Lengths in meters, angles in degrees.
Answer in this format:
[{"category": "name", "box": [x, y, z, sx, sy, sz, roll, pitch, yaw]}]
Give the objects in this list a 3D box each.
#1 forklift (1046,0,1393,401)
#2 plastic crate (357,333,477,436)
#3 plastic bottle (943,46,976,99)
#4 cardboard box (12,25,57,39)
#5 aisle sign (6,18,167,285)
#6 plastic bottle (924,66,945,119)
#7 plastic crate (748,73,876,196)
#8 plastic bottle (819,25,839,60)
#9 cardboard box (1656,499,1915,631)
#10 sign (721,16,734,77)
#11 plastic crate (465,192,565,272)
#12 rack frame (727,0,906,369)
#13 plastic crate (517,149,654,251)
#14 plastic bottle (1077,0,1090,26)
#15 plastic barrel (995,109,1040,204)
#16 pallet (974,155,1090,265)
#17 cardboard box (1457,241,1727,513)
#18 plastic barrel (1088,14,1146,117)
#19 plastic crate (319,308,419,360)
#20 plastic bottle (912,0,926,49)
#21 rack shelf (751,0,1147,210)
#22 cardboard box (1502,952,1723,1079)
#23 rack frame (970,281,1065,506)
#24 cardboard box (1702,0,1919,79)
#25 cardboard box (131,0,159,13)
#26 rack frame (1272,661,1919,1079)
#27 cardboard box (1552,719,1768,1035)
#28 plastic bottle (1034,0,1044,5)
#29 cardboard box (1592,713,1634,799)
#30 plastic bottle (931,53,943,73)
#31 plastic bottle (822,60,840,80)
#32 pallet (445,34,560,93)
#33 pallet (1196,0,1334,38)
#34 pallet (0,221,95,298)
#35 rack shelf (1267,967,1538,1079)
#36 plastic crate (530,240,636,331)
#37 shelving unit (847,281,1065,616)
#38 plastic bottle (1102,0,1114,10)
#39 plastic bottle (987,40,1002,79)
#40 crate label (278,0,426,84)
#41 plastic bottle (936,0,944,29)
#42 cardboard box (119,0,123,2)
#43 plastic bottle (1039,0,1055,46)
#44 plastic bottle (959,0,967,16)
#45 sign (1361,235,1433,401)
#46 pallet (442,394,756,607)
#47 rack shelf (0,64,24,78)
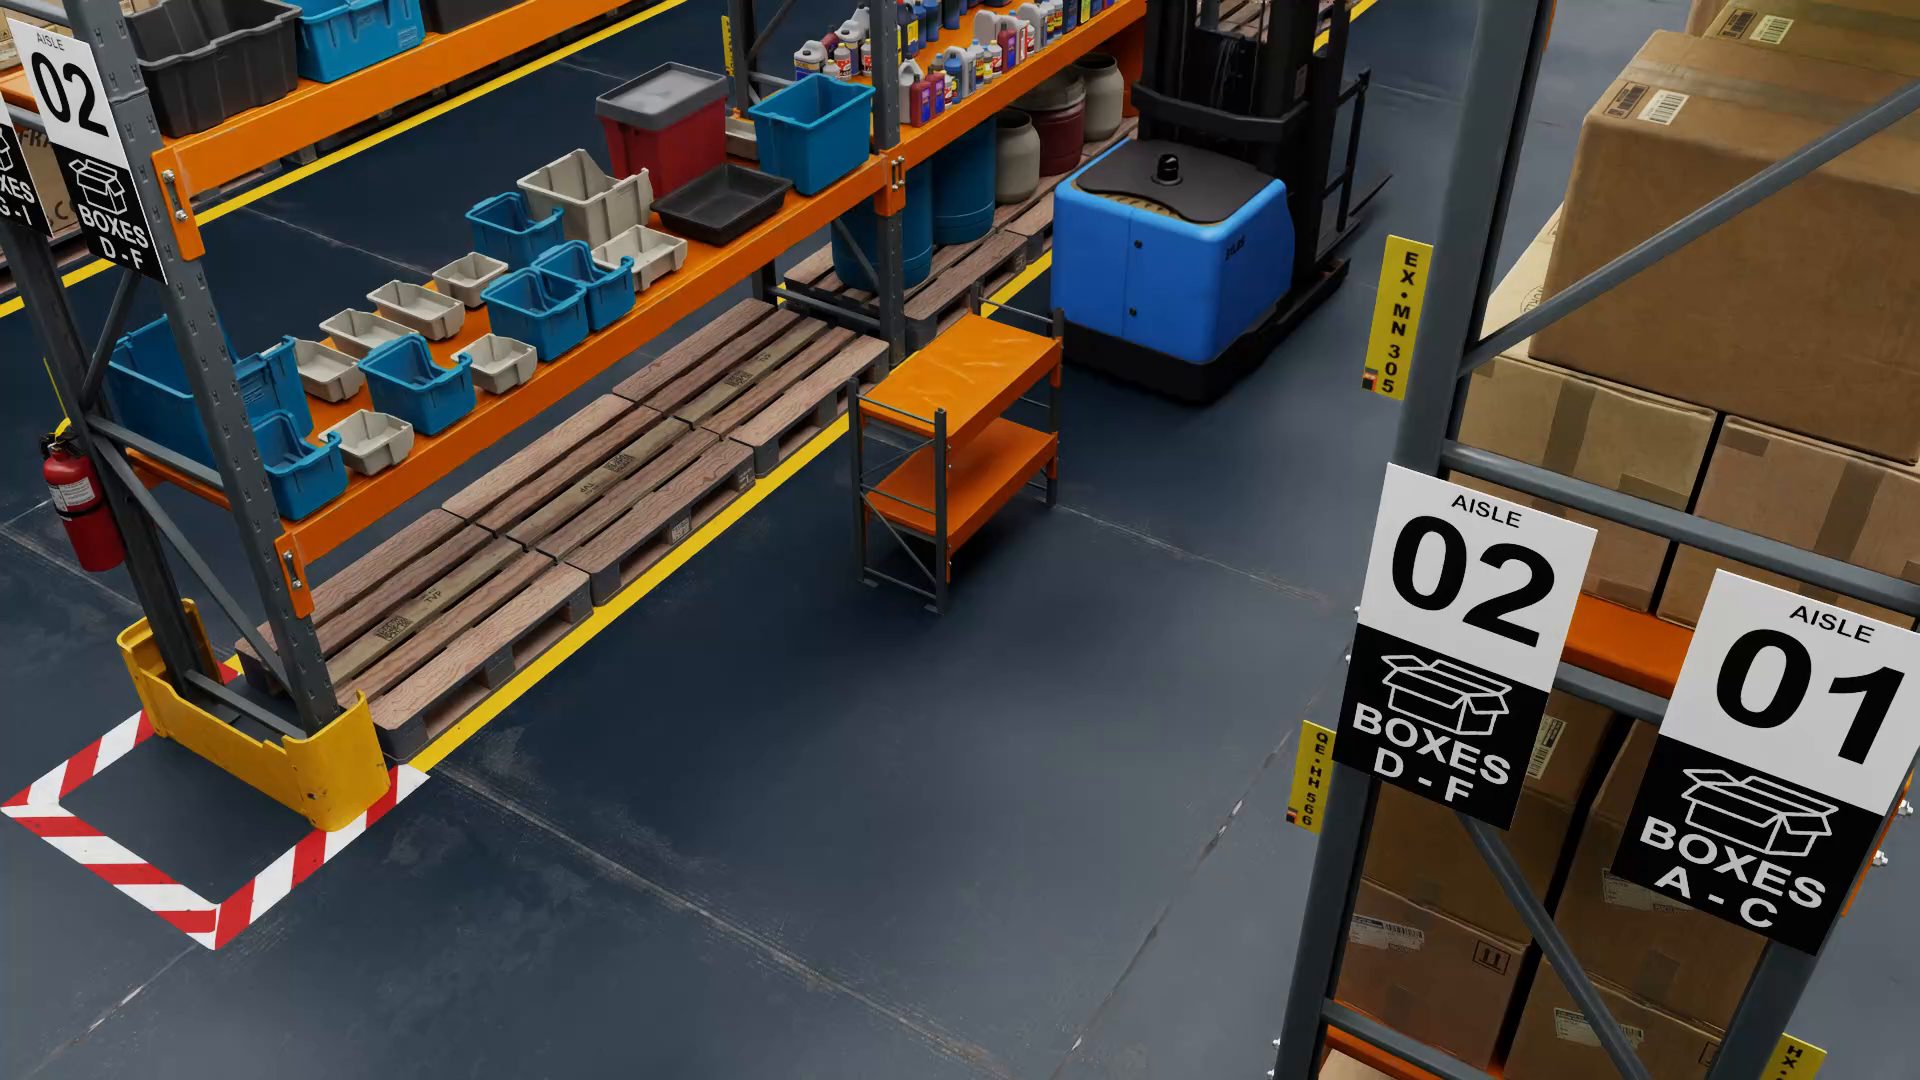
[{"category": "forklift", "box": [1.734, -2.776, 9.390, 1.130, 2.935, 3.031, 23, 43, 26]}, {"category": "plastic crate", "box": [-2.146, -0.613, 6.616, 0.416, 0.233, 0.300, 21, 42, 25]}, {"category": "plastic bottle", "box": [0.000, -2.612, 9.223, 0.152, 0.276, 0.135, 21, 42, 25]}, {"category": "cardboard box", "box": [-5.523, -2.953, 9.768, 0.380, 0.149, 0.250, 20, 42, 24]}, {"category": "aisle sign", "box": [-2.697, -1.192, 5.150, 0.394, 0.787, 0.004, 21, 42, 25]}, {"category": "plastic bottle", "box": [-0.138, -2.431, 8.982, 0.061, 0.283, 0.133, 21, 42, 25]}, {"category": "plastic crate", "box": [-0.728, -2.024, 8.322, 0.392, 0.384, 0.575, 21, 42, 25]}, {"category": "plastic bottle", "box": [-0.742, -2.756, 9.403, 0.061, 0.283, 0.133, 21, 42, 25]}, {"category": "cardboard box", "box": [1.762, 0.015, 3.379, 0.500, 0.250, 0.500, 21, 42, 25]}, {"category": "sign", "box": [-1.229, -2.649, 8.943, 0.100, 0.325, 0.005, 21, 42, 25]}, {"category": "plastic crate", "box": [-2.025, -1.397, 7.633, 0.416, 0.233, 0.300, 21, 42, 25]}, {"category": "rack frame", "box": [-0.766, -2.359, 8.793, 1.000, 3.000, 0.127, 21, 42, 25]}, {"category": "plastic crate", "box": [-1.739, -1.609, 7.868, 0.437, 0.282, 0.530, 21, 42, 25]}, {"category": "plastic bottle", "box": [0.738, -3.273, 10.074, 0.061, 0.283, 0.133, 21, 42, 25]}, {"category": "plastic barrel", "box": [0.297, -2.442, 10.594, 0.421, 0.512, 0.421, 0, 38, 0]}, {"category": "pallet", "box": [0.336, -2.270, 10.961, 1.003, 0.211, 1.213, 21, 42, 25]}, {"category": "cardboard box", "box": [1.332, -0.349, 3.443, 0.500, 0.250, 0.500, 21, 42, 25]}, {"category": "plastic barrel", "box": [1.130, -3.470, 11.668, 0.600, 0.830, 0.708, 21, 42, 25]}, {"category": "plastic crate", "box": [-2.457, -0.840, 6.990, 0.396, 0.136, 0.243, 21, 42, 25]}, {"category": "plastic bottle", "box": [-0.246, -3.034, 9.774, 0.097, 0.271, 0.097, 0, 38, 0]}, {"category": "rack shelf", "box": [0.306, -3.105, 10.350, 1.077, 0.370, 4.000, 21, 42, 25]}, {"category": "cardboard box", "box": [1.732, 1.143, 4.168, 0.500, 0.500, 0.500, 22, 43, 26]}, {"category": "rack frame", "box": [0.269, -0.704, 8.181, 0.500, 1.125, 0.032, 21, 42, 25]}, {"category": "cardboard box", "box": [1.872, -0.799, 3.411, 0.700, 0.500, 0.500, 21, 42, 25]}, {"category": "cardboard box", "box": [-5.110, -3.350, 10.284, 0.380, 0.149, 0.250, 20, 42, 24]}, {"category": "rack frame", "box": [1.272, 1.325, 4.013, 1.000, 3.000, 0.127, 21, 42, 25]}, {"category": "cardboard box", "box": [1.732, 0.747, 3.863, 0.500, 0.500, 0.500, 23, 43, 26]}, {"category": "plastic bottle", "box": [0.492, -3.217, 10.011, 0.097, 0.271, 0.097, 0, 38, 0]}, {"category": "cardboard box", "box": [1.548, 0.310, 4.430, 0.500, 0.500, 0.500, 22, 43, 26]}, {"category": "plastic bottle", "box": [-0.115, -2.614, 9.286, 0.097, 0.201, 0.097, 0, 38, 0]}, {"category": "plastic bottle", "box": [-0.712, -2.558, 9.214, 0.097, 0.201, 0.097, 0, 38, 0]}, {"category": "pallet", "box": [-3.945, -3.929, 13.113, 1.003, 0.211, 1.213, 21, 42, 25]}, {"category": "pallet", "box": [2.479, -4.330, 13.633, 1.003, 0.211, 1.213, 21, 42, 25]}, {"category": "pallet", "box": [-6.074, -1.877, 10.451, 1.003, 0.211, 1.213, 21, 42, 25]}, {"category": "rack shelf", "box": [2.343, 0.579, 5.571, 1.077, 0.370, 4.000, 21, 42, 25]}, {"category": "plastic crate", "box": [-1.632, -1.107, 7.257, 0.416, 0.233, 0.300, 21, 42, 25]}, {"category": "shelving unit", "box": [-0.004, -0.442, 7.842, 0.538, 1.125, 1.048, 21, 42, 25]}, {"category": "plastic bottle", "box": [0.908, -3.438, 10.287, 0.061, 0.283, 0.133, 21, 42, 25]}, {"category": "plastic bottle", "box": [0.189, -2.734, 9.442, 0.097, 0.201, 0.097, 0, 38, 0]}, {"category": "crate label", "box": [-2.142, -1.796, 5.727, 0.408, 0.251, 0.502, 21, 42, 25]}, {"category": "plastic bottle", "box": [-0.165, -3.256, 10.058, 0.152, 0.276, 0.135, 21, 42, 25]}, {"category": "cardboard box", "box": [-5.238, -3.456, 10.095, 0.500, 0.250, 0.500, 22, 43, 26]}, {"category": "plastic bottle", "box": [0.509, -3.070, 9.820, 0.097, 0.271, 0.097, 0, 38, 0]}, {"category": "plastic bottle", "box": [-0.003, -3.372, 10.212, 0.097, 0.271, 0.097, 0, 38, 0]}, {"category": "sign", "box": [0.814, -0.405, 3.076, 0.100, 0.325, 0.005, 21, 42, 25]}, {"category": "pallet", "box": [-1.780, -0.231, 8.317, 1.003, 0.211, 1.213, 21, 42, 25]}, {"category": "rack shelf", "box": [-6.019, -2.663, 9.776, 1.077, 0.370, 4.000, 21, 42, 25]}]
